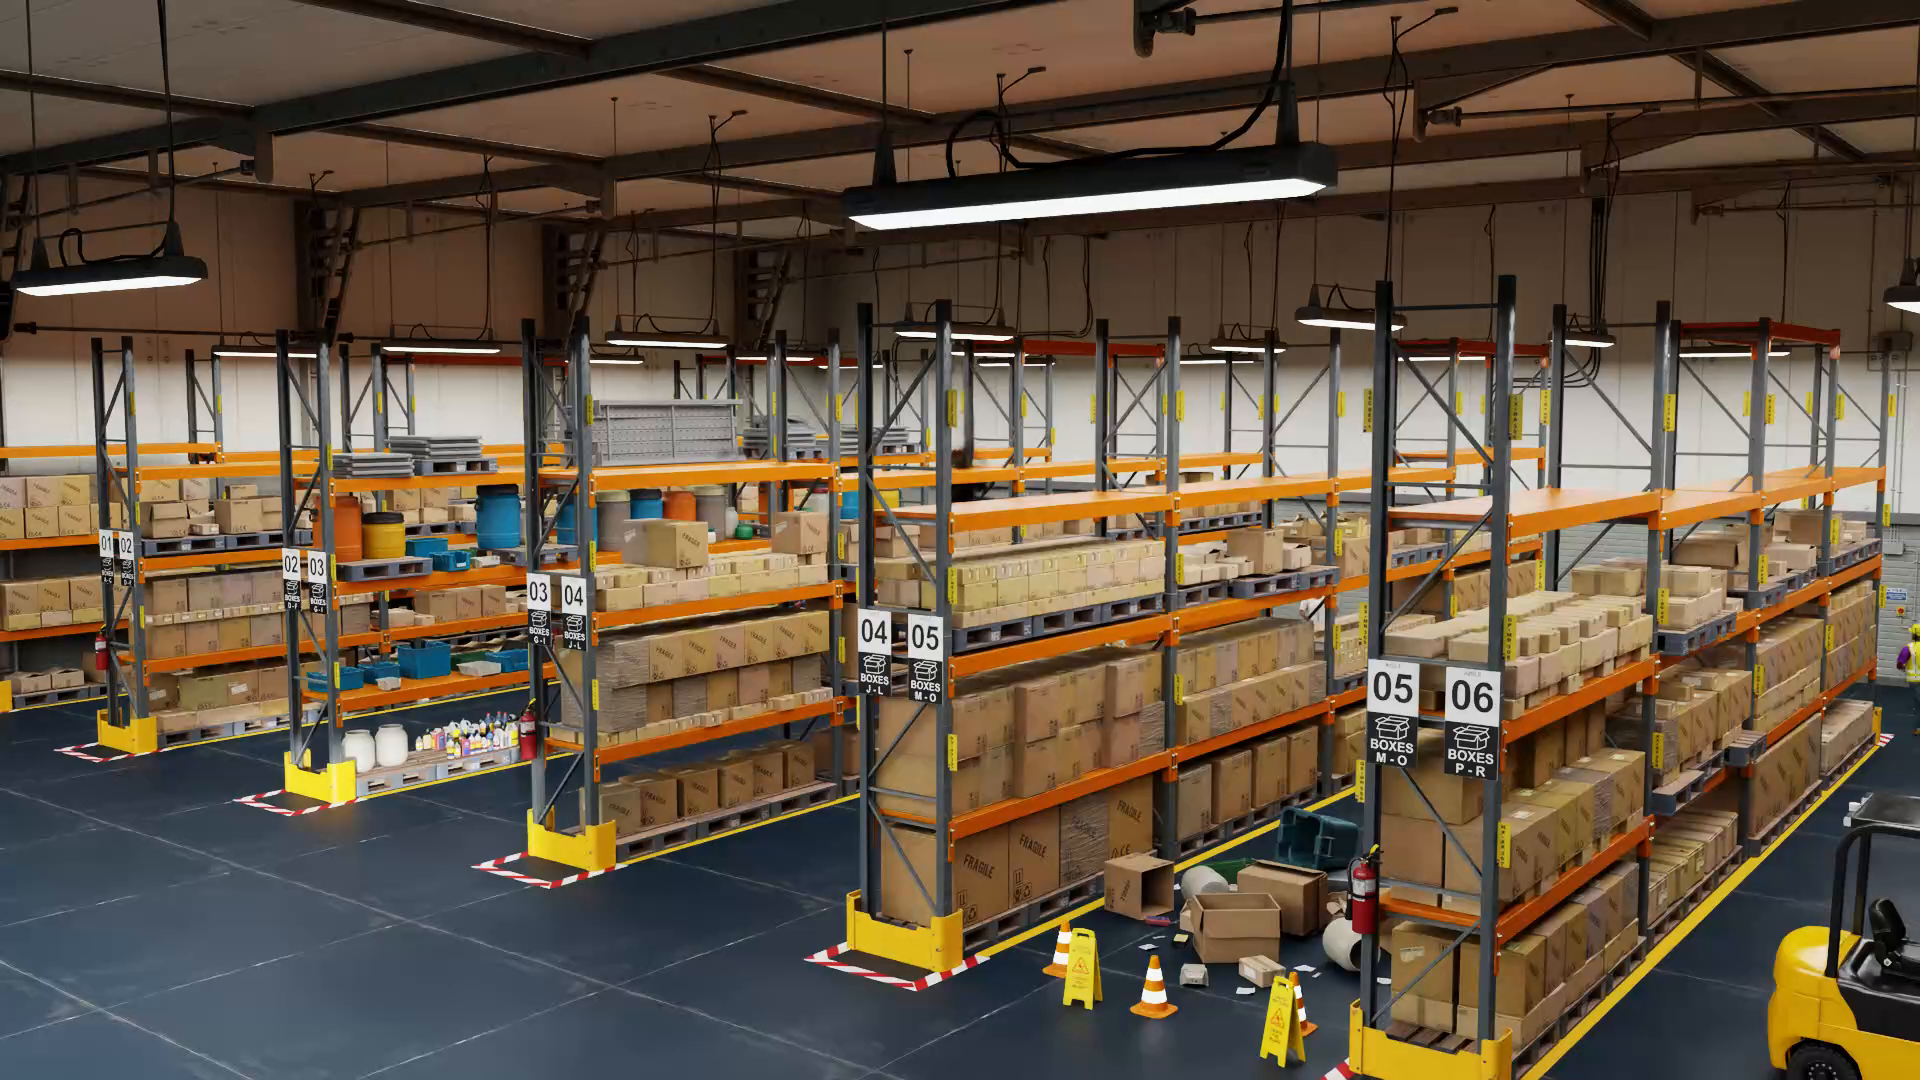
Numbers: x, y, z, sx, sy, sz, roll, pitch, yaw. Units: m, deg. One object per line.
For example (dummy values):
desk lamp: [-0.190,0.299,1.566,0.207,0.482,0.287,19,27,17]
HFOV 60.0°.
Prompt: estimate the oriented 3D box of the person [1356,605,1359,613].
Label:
person: [6.631,1.897,27.573,0.581,1.671,0.965,5,7,43]

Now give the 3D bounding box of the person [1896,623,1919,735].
person: [14.416,2.126,24.945,0.726,1.761,0.839,0,5,-2]

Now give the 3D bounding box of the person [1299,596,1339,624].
person: [6.712,1.600,31.147,0.731,1.718,0.538,1,5,14]

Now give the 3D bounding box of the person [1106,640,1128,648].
person: [2.042,1.949,23.912,0.604,1.702,0.831,3,6,32]
